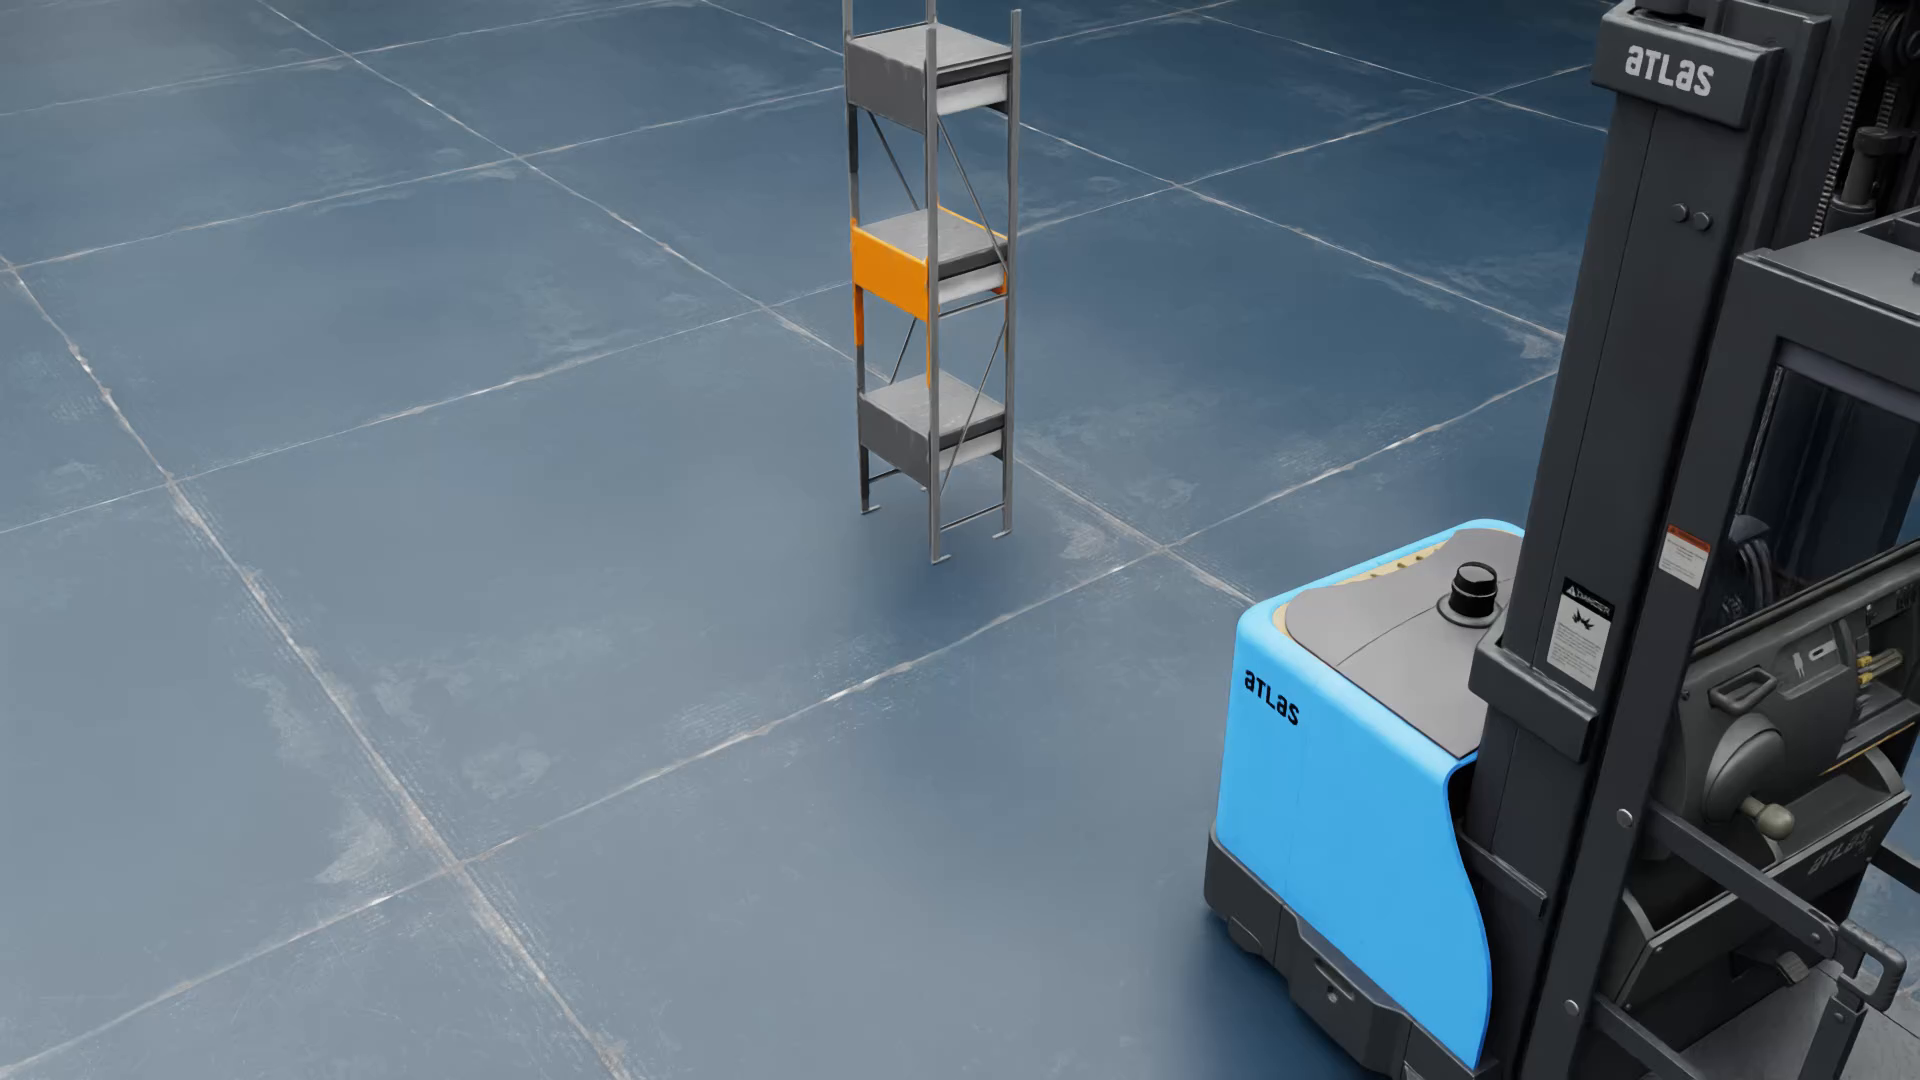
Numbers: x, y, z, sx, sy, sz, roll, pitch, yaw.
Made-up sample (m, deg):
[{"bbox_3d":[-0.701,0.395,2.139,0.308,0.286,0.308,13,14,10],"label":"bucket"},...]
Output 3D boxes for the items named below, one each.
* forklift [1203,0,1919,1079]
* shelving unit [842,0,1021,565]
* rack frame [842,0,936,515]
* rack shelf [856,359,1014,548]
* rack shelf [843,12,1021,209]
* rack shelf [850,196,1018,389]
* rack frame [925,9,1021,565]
[{"bbox_3d":[1.930,0.377,3.365,1.130,2.935,3.031,-18,36,-27],"label":"forklift"},{"bbox_3d":[-0.101,-0.961,6.307,0.431,2.100,0.503,-22,38,-31],"label":"shelving unit"},{"bbox_3d":[-0.251,-1.063,6.471,0.400,2.100,0.015,-22,38,-31],"label":"rack frame"},{"bbox_3d":[-0.102,-0.355,6.684,0.431,0.518,0.480,-22,38,-31],"label":"rack shelf"},{"bbox_3d":[-0.101,-1.544,5.945,0.431,0.518,0.480,-22,38,-31],"label":"rack shelf"},{"bbox_3d":[-0.101,-0.949,6.314,0.431,0.518,0.480,-22,38,-31],"label":"rack shelf"},{"bbox_3d":[0.048,-0.859,6.143,0.400,2.100,0.015,-22,38,-31],"label":"rack frame"}]
